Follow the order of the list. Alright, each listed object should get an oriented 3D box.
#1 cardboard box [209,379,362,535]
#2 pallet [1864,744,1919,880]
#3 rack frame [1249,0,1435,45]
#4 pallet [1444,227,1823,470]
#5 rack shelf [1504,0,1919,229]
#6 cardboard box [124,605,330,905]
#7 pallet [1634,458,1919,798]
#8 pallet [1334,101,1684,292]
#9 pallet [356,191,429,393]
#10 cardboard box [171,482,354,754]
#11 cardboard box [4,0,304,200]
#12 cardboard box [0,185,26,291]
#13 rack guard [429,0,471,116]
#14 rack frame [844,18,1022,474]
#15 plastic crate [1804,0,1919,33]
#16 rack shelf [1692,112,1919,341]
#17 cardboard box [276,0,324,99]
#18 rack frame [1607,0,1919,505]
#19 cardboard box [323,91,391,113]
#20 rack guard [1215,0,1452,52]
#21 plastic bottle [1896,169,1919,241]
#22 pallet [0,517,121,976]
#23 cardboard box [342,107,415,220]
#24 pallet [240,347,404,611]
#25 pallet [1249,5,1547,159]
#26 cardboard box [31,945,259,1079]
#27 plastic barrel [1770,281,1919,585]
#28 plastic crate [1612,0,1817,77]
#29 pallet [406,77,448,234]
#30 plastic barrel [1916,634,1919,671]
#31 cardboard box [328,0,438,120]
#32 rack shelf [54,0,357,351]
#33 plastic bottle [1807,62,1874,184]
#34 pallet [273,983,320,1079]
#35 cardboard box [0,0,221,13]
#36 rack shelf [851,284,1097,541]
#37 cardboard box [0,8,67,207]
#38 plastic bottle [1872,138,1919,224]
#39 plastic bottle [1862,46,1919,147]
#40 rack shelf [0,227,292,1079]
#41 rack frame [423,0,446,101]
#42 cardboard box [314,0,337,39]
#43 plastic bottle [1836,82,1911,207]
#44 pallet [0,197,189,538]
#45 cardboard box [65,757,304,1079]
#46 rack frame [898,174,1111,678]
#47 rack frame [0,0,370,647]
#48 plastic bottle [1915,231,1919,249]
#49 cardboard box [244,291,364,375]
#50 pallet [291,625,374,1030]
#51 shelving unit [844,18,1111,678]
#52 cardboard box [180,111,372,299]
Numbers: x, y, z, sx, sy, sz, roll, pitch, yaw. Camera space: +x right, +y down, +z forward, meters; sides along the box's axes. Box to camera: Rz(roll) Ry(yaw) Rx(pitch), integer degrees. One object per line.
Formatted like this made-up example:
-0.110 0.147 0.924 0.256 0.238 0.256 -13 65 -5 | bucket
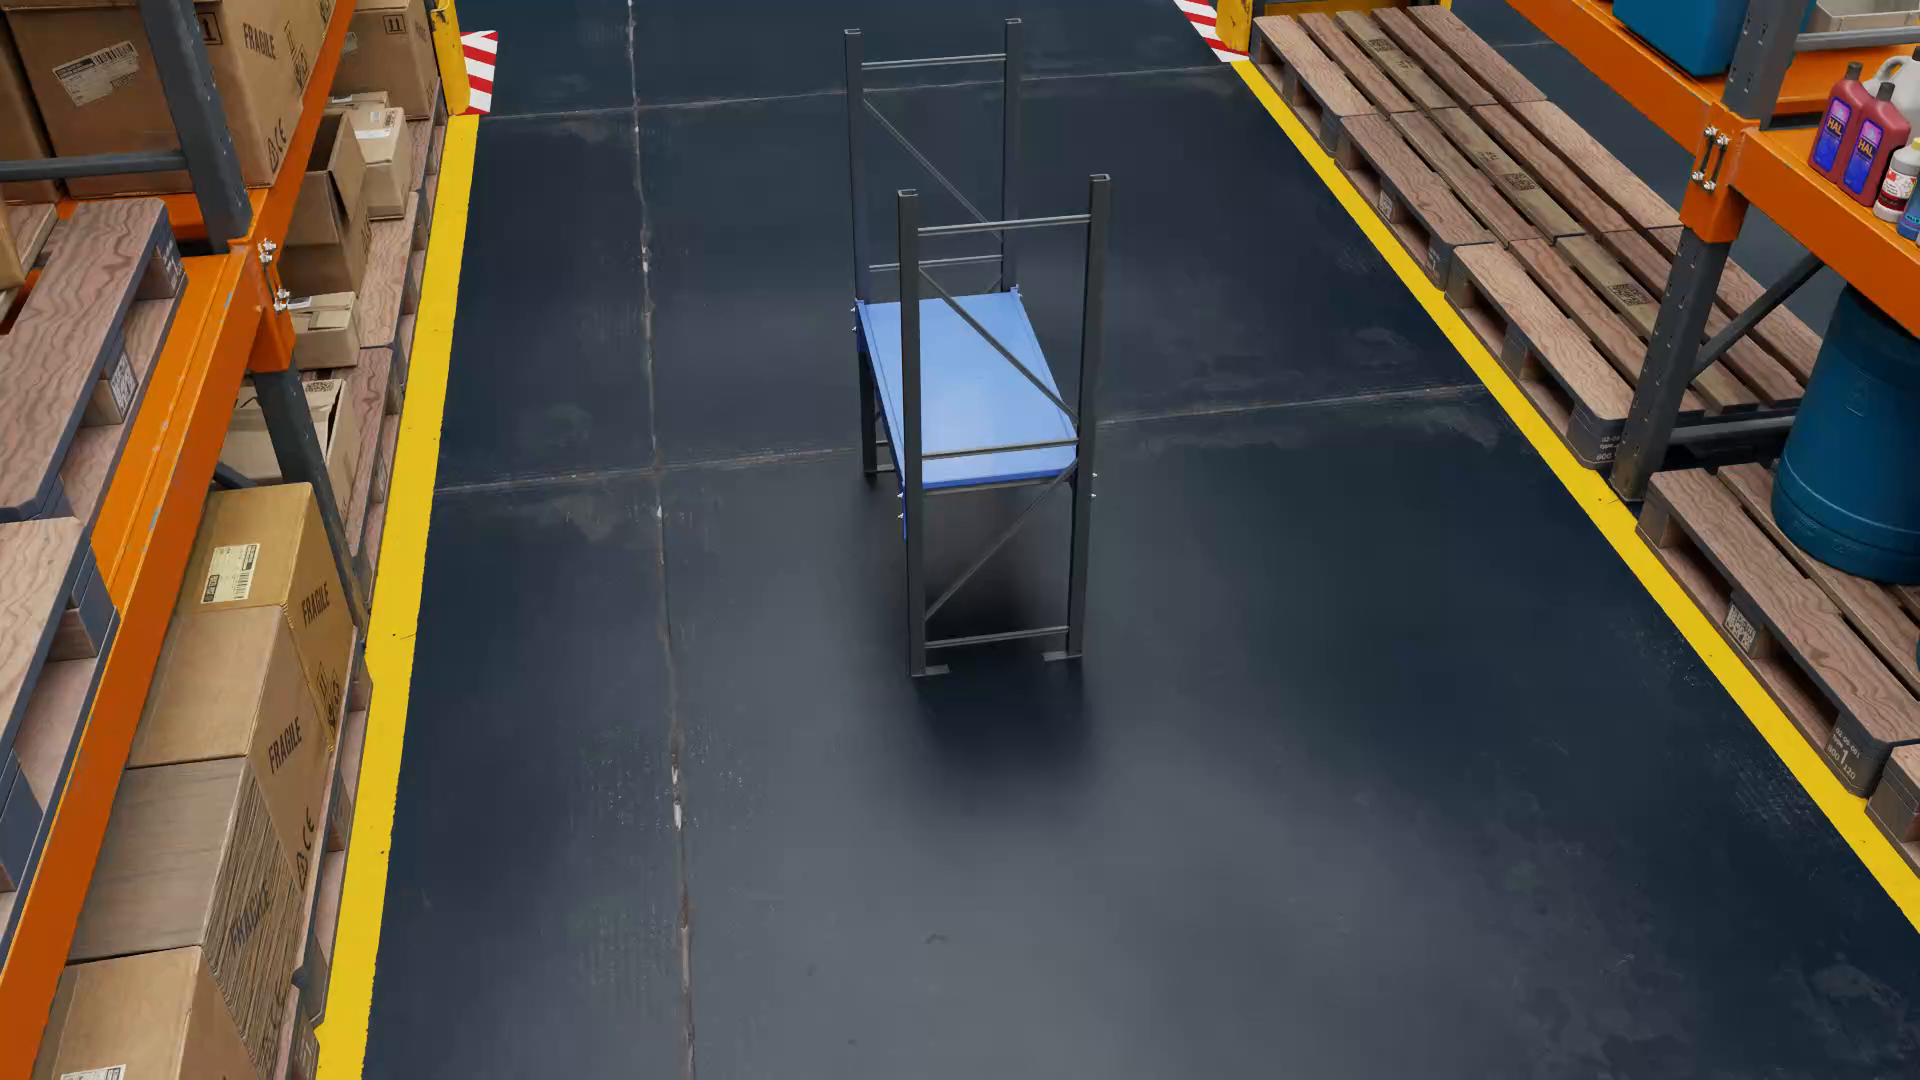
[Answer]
-2.098 -0.248 4.957 0.500 0.311 0.500 -6 38 -8 | cardboard box
2.952 0.921 3.893 1.003 0.211 1.213 -6 38 -8 | pallet
1.939 -3.805 7.703 1.000 3.000 0.127 -6 38 -8 | rack frame
2.473 -0.728 6.015 1.003 0.211 1.213 -6 38 -8 | pallet
2.290 -2.313 6.369 1.077 0.370 4.000 -6 38 -8 | rack shelf
-1.790 0.521 3.813 0.500 0.500 0.500 -6 38 -8 | cardboard box
2.734 0.182 4.843 1.003 0.211 1.213 -6 38 -8 | pallet
2.256 -1.467 6.966 1.003 0.211 1.213 -6 38 -8 | pallet
-2.574 -0.911 6.251 1.003 0.211 1.213 -6 38 -8 | pallet
-1.868 0.222 4.198 0.500 0.500 0.500 -6 38 -8 | cardboard box
-2.058 -1.235 4.314 0.500 0.500 0.500 -5 38 -7 | cardboard box
-2.374 -0.754 3.352 0.700 0.500 0.500 -19 42 -23 | cardboard box
-2.925 -2.242 7.728 1.175 0.500 0.348 -6 38 -8 | rack guard
-0.074 -0.848 5.119 0.500 1.500 0.032 -6 38 -8 | rack frame
2.699 -1.605 5.037 0.396 0.136 0.243 -6 38 -8 | plastic crate
2.991 0.103 3.259 1.077 0.370 4.000 -6 38 -8 | rack shelf
-2.151 -1.544 4.711 0.500 0.500 0.500 -6 38 -7 | cardboard box
2.640 -1.389 4.593 1.000 3.000 0.127 -6 38 -8 | rack frame
-2.618 -1.773 7.039 0.380 0.166 0.250 -6 38 -8 | cardboard box
1.922 -2.831 8.487 1.175 0.500 0.348 -6 38 -8 | rack guard
2.363 -0.864 4.022 0.097 0.271 0.097 0 38 0 | plastic bottle
-1.881 0.459 2.371 1.003 0.211 1.213 -6 38 -8 | pallet
-2.464 -1.484 6.598 0.500 0.250 0.500 -6 38 -8 | cardboard box
-2.357 -0.172 5.300 1.003 0.211 1.213 -6 38 -8 | pallet
2.045 -2.202 7.912 1.003 0.211 1.213 -6 38 -8 | pallet
-1.611 1.131 3.028 0.500 0.500 0.500 -7 38 -9 | cardboard box
2.719 -0.396 4.683 0.600 0.901 0.708 -6 38 -8 | plastic barrel
2.223 -1.652 4.896 0.392 0.384 0.575 -6 38 -8 | plastic crate
-2.784 -1.646 7.197 1.003 0.211 1.213 -6 38 -8 | pallet
2.843 0.032 4.132 0.600 0.901 0.708 -6 38 -8 | plastic barrel
-2.601 -2.160 7.264 0.500 0.500 0.500 -6 38 -8 | cardboard box
-2.588 -1.783 5.686 1.077 0.370 4.000 -6 38 -8 | rack shelf
2.284 -1.076 4.285 0.061 0.283 0.133 -6 38 -8 | plastic bottle
-1.840 1.468 3.188 1.003 0.211 1.213 -6 38 -8 | pallet
-2.043 -1.608 3.978 0.500 0.500 0.500 -5 38 -7 | cardboard box
0.015 -0.399 4.834 0.538 0.185 1.000 -6 38 -8 | rack shelf
-2.577 -1.173 4.233 0.500 0.500 0.500 -6 38 -7 | cardboard box
2.346 -0.895 4.119 0.097 0.201 0.097 0 38 0 | plastic bottle
2.390 -1.098 4.259 0.144 0.351 0.185 -6 38 -8 | plastic bottle
-1.886 0.633 2.576 1.077 0.370 4.000 -6 38 -8 | rack shelf
-2.938 -3.275 7.020 1.000 3.000 0.127 -6 38 -8 | rack frame
-2.237 -1.847 5.101 0.500 0.500 0.500 -6 38 -8 | cardboard box
2.308 -0.995 4.181 0.061 0.283 0.133 -6 38 -8 | plastic bottle
-2.204 -0.289 3.333 1.003 0.211 1.213 -6 38 -8 | pallet
-1.703 0.824 3.423 0.500 0.500 0.500 -6 38 -7 | cardboard box
0.104 -0.234 4.328 0.500 1.500 0.032 -6 38 -8 | rack frame
-2.237 -0.859 3.911 1.000 3.000 0.127 -6 38 -8 | rack frame
2.410 -0.799 3.934 0.152 0.276 0.135 -6 38 -8 | plastic bottle
-2.259 -0.712 5.672 0.380 0.166 0.250 -6 38 -8 | cardboard box
-2.057 0.730 4.139 1.003 0.211 1.213 -6 38 -8 | pallet
0.015 -0.541 4.724 0.538 1.500 1.048 -6 38 -8 | shelving unit
-2.572 -1.181 6.001 0.797 0.503 0.637 -6 38 -8 | cardboard box
